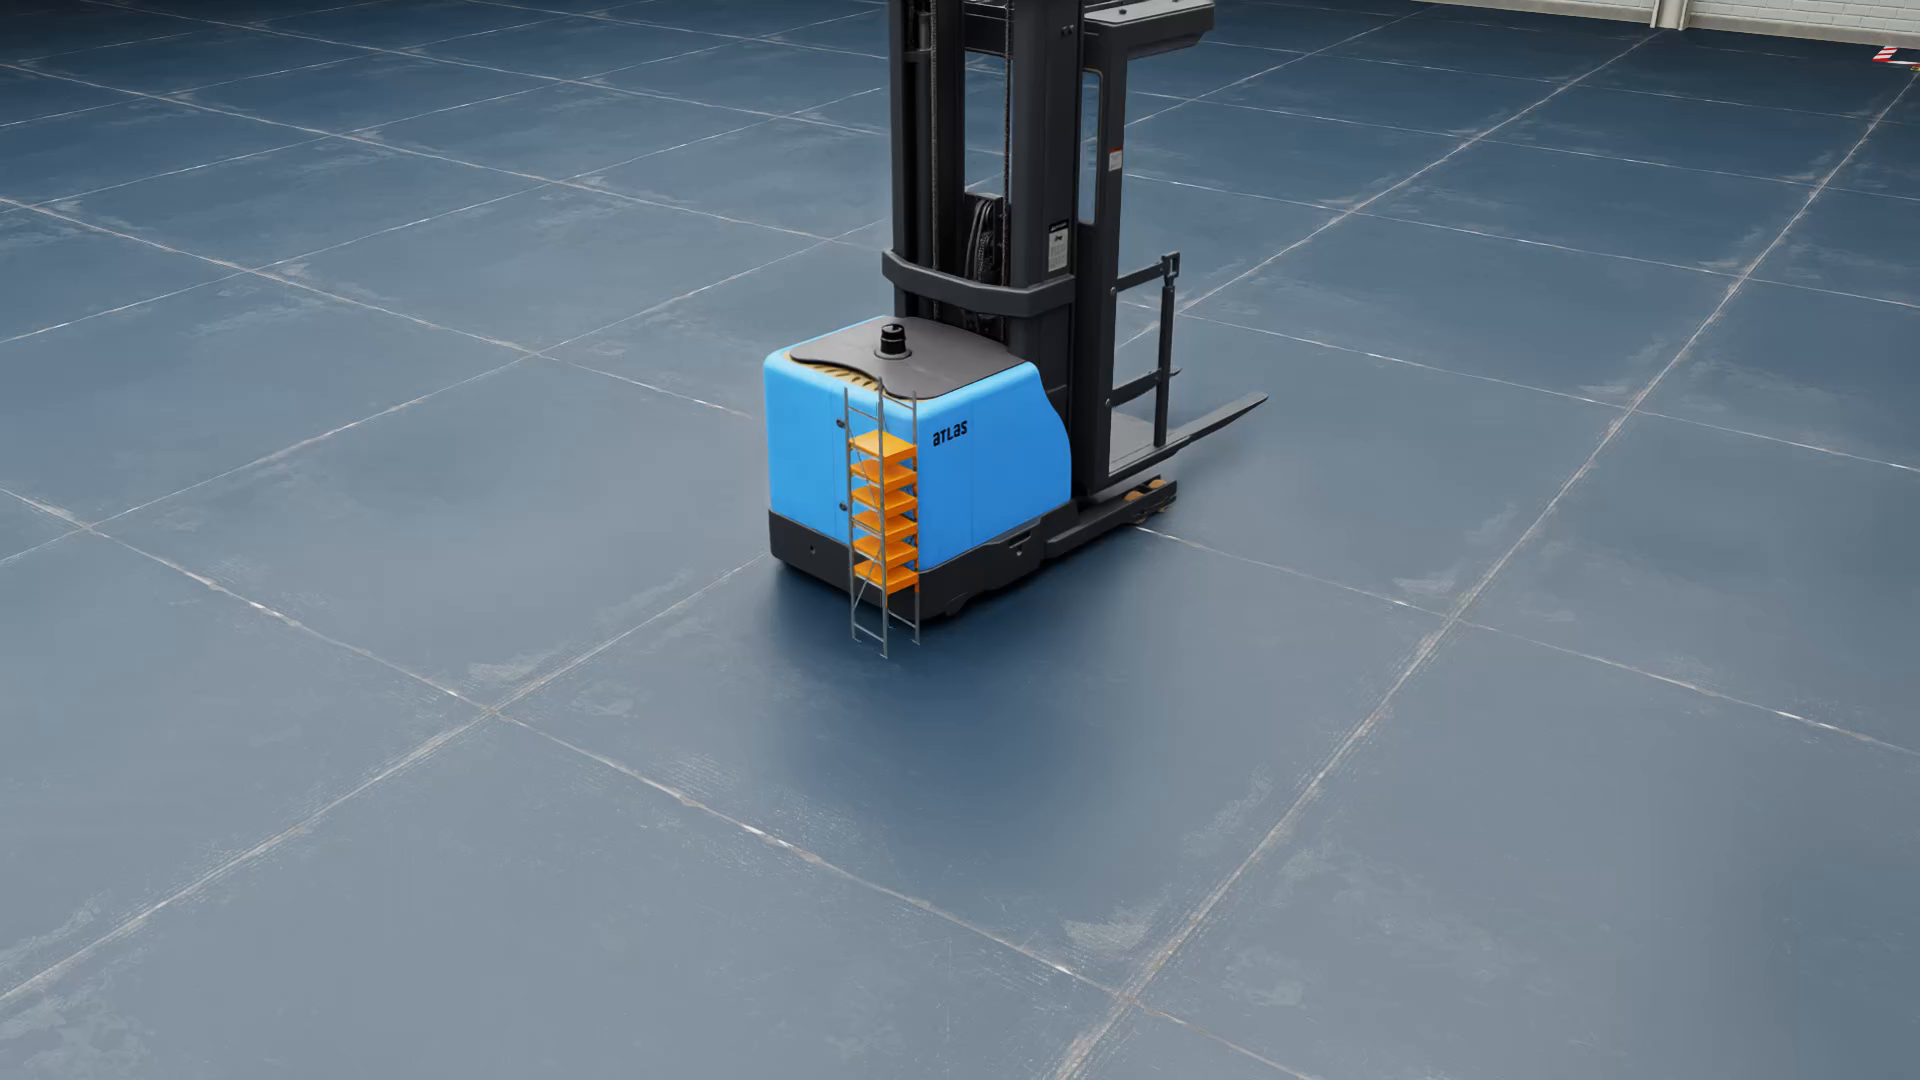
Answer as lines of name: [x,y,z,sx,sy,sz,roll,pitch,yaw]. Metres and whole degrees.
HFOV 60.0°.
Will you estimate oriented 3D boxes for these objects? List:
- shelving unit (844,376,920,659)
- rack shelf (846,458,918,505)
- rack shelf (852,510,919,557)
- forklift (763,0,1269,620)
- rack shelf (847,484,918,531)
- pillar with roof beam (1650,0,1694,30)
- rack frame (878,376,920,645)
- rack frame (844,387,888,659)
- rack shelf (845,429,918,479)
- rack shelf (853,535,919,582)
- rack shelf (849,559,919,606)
shelving unit: [-0.329,-0.084,7.091,0.189,1.200,0.258,-22,34,-37]
rack shelf: [-0.329,-0.258,7.003,0.180,0.103,0.258,-22,34,-37]
rack shelf: [-0.329,-0.044,7.112,0.180,0.103,0.258,-22,34,-37]
forklift: [0.466,-1.528,8.021,1.130,2.935,3.031,23,35,38]
rack shelf: [-0.329,-0.151,7.057,0.180,0.103,0.258,-22,34,-37]
pillar with roof beam: [6.499,-8.866,15.749,0.400,9.000,9.100,17,32,30]
rack frame: [-0.261,-0.111,7.146,0.006,1.200,0.240,-22,34,-37]
rack frame: [-0.397,-0.056,7.037,0.006,1.200,0.240,-22,34,-37]
rack shelf: [-0.329,-0.365,6.948,0.180,0.103,0.258,-22,34,-37]
rack shelf: [-0.329,0.063,7.166,0.180,0.103,0.258,-22,34,-37]
rack shelf: [-0.329,0.170,7.220,0.180,0.103,0.258,-22,34,-37]
